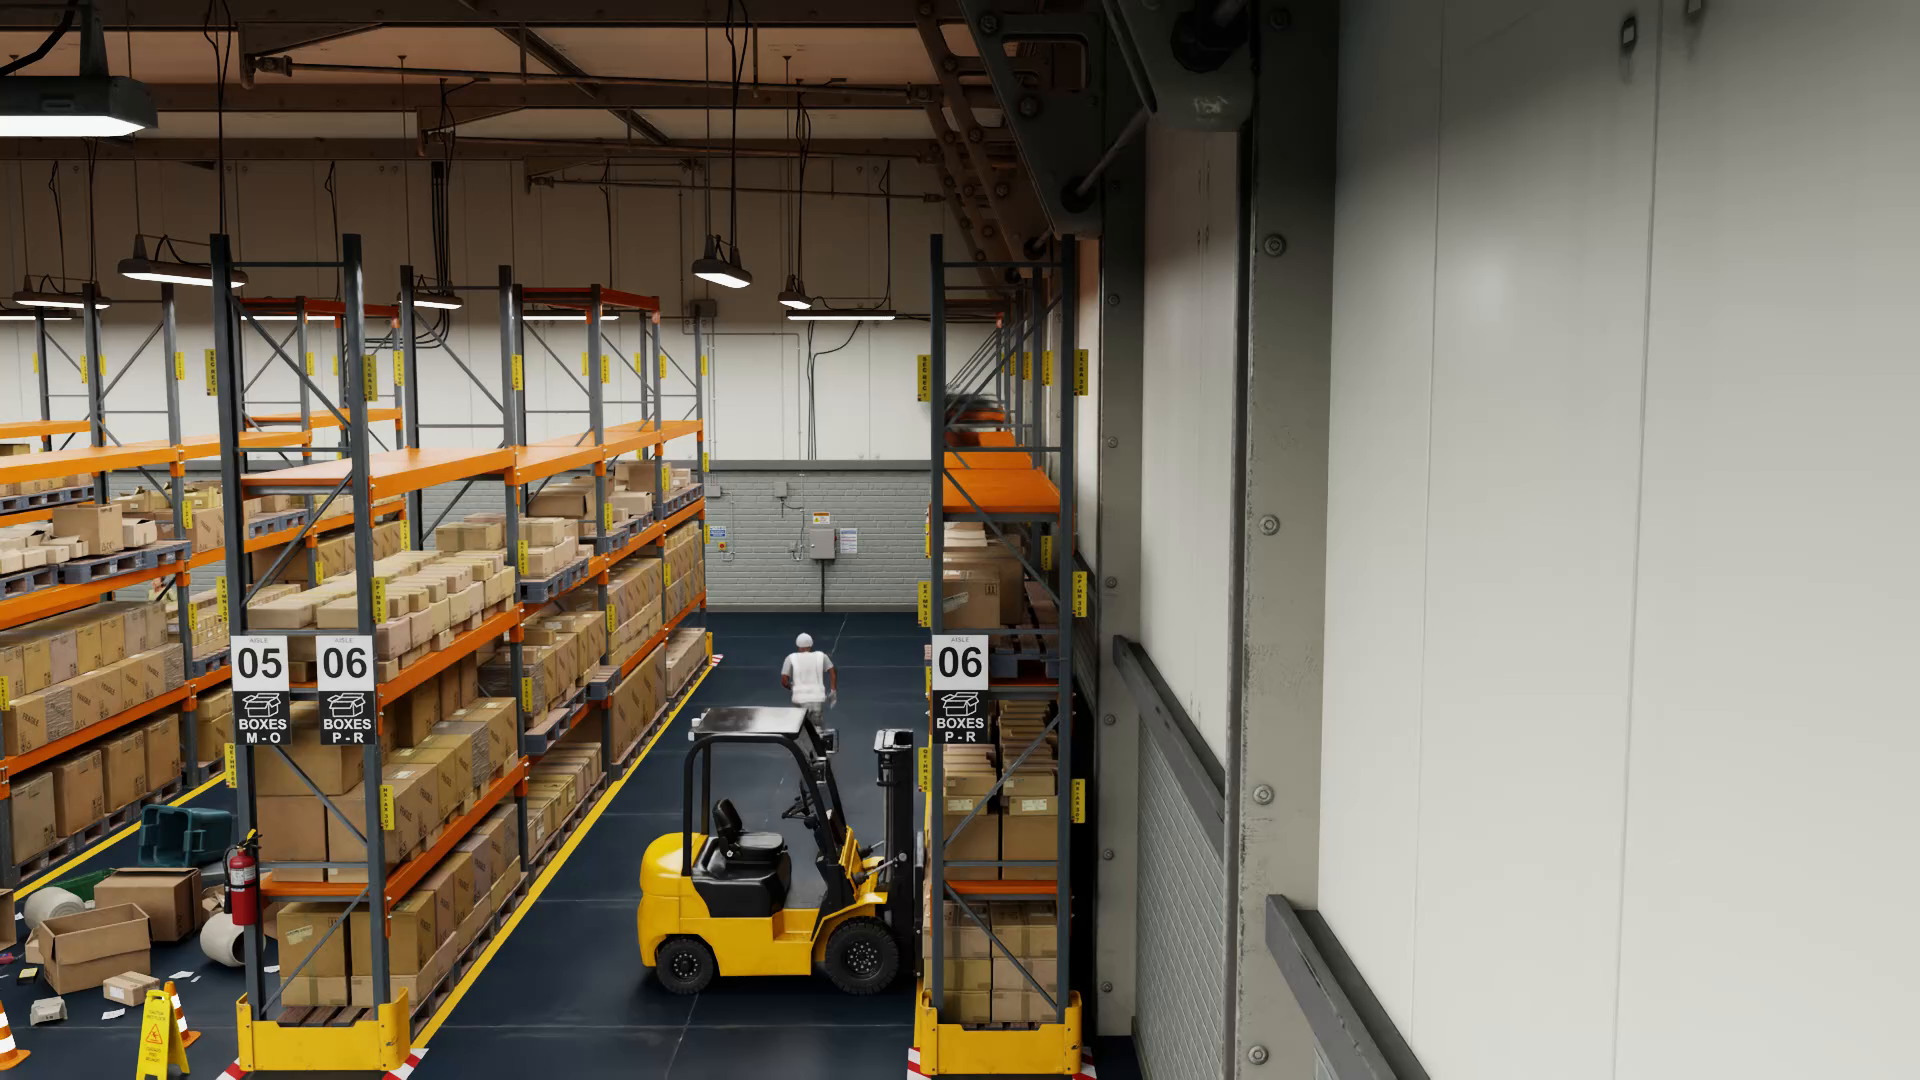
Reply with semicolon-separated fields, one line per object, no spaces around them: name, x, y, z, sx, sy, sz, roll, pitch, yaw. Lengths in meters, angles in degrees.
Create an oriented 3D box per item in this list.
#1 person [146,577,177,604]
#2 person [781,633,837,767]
person;-13.025;1.353;27.121;0.566;1.637;0.884;0;6;-3
person;-1.879;2.043;20.794;0.675;1.711;0.792;-3;7;-22
